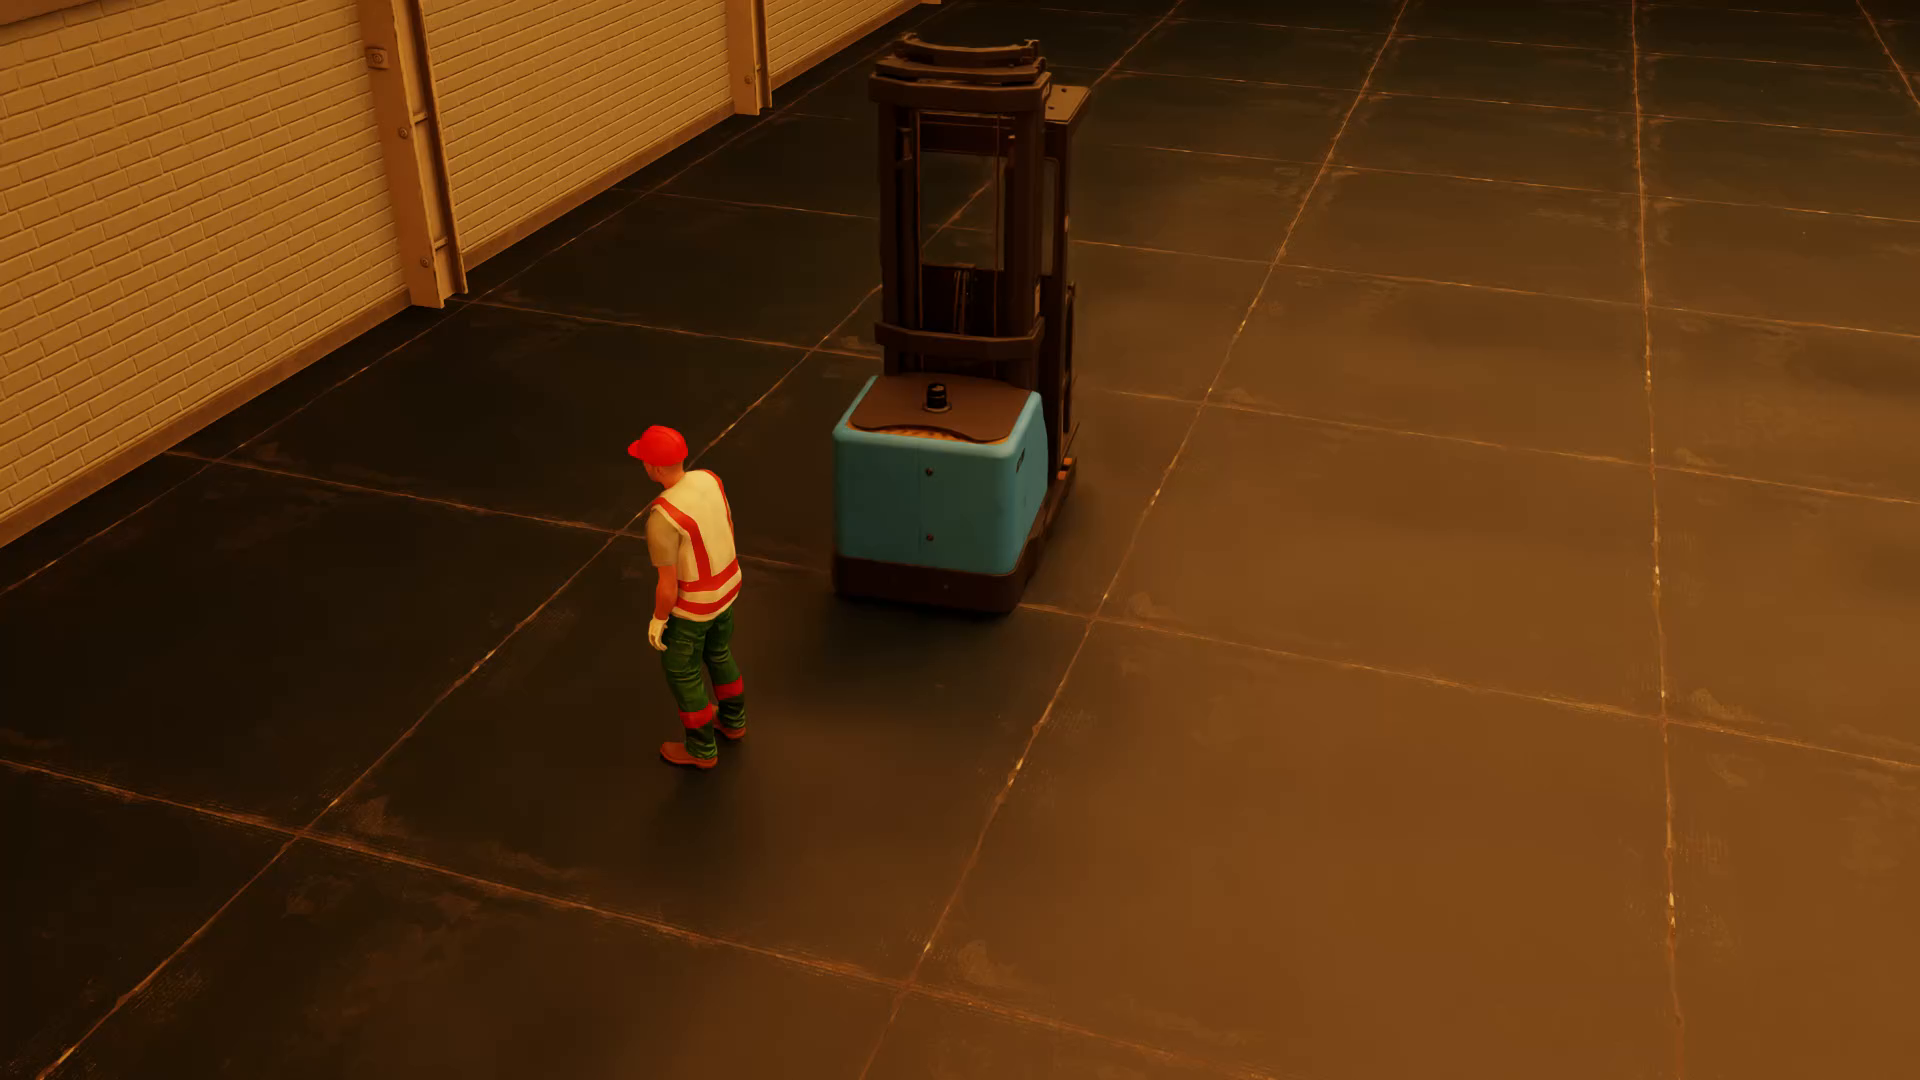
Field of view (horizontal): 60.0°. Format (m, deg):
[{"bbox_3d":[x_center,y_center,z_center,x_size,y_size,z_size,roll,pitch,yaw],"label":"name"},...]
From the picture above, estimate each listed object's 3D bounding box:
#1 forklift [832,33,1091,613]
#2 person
[{"bbox_3d":[0.134,-1.583,9.914,1.130,2.935,3.031,7,30,12],"label":"forklift"},{"bbox_3d":[-1.268,0.271,7.830,0.453,1.778,0.615,14,32,23],"label":"person"}]
